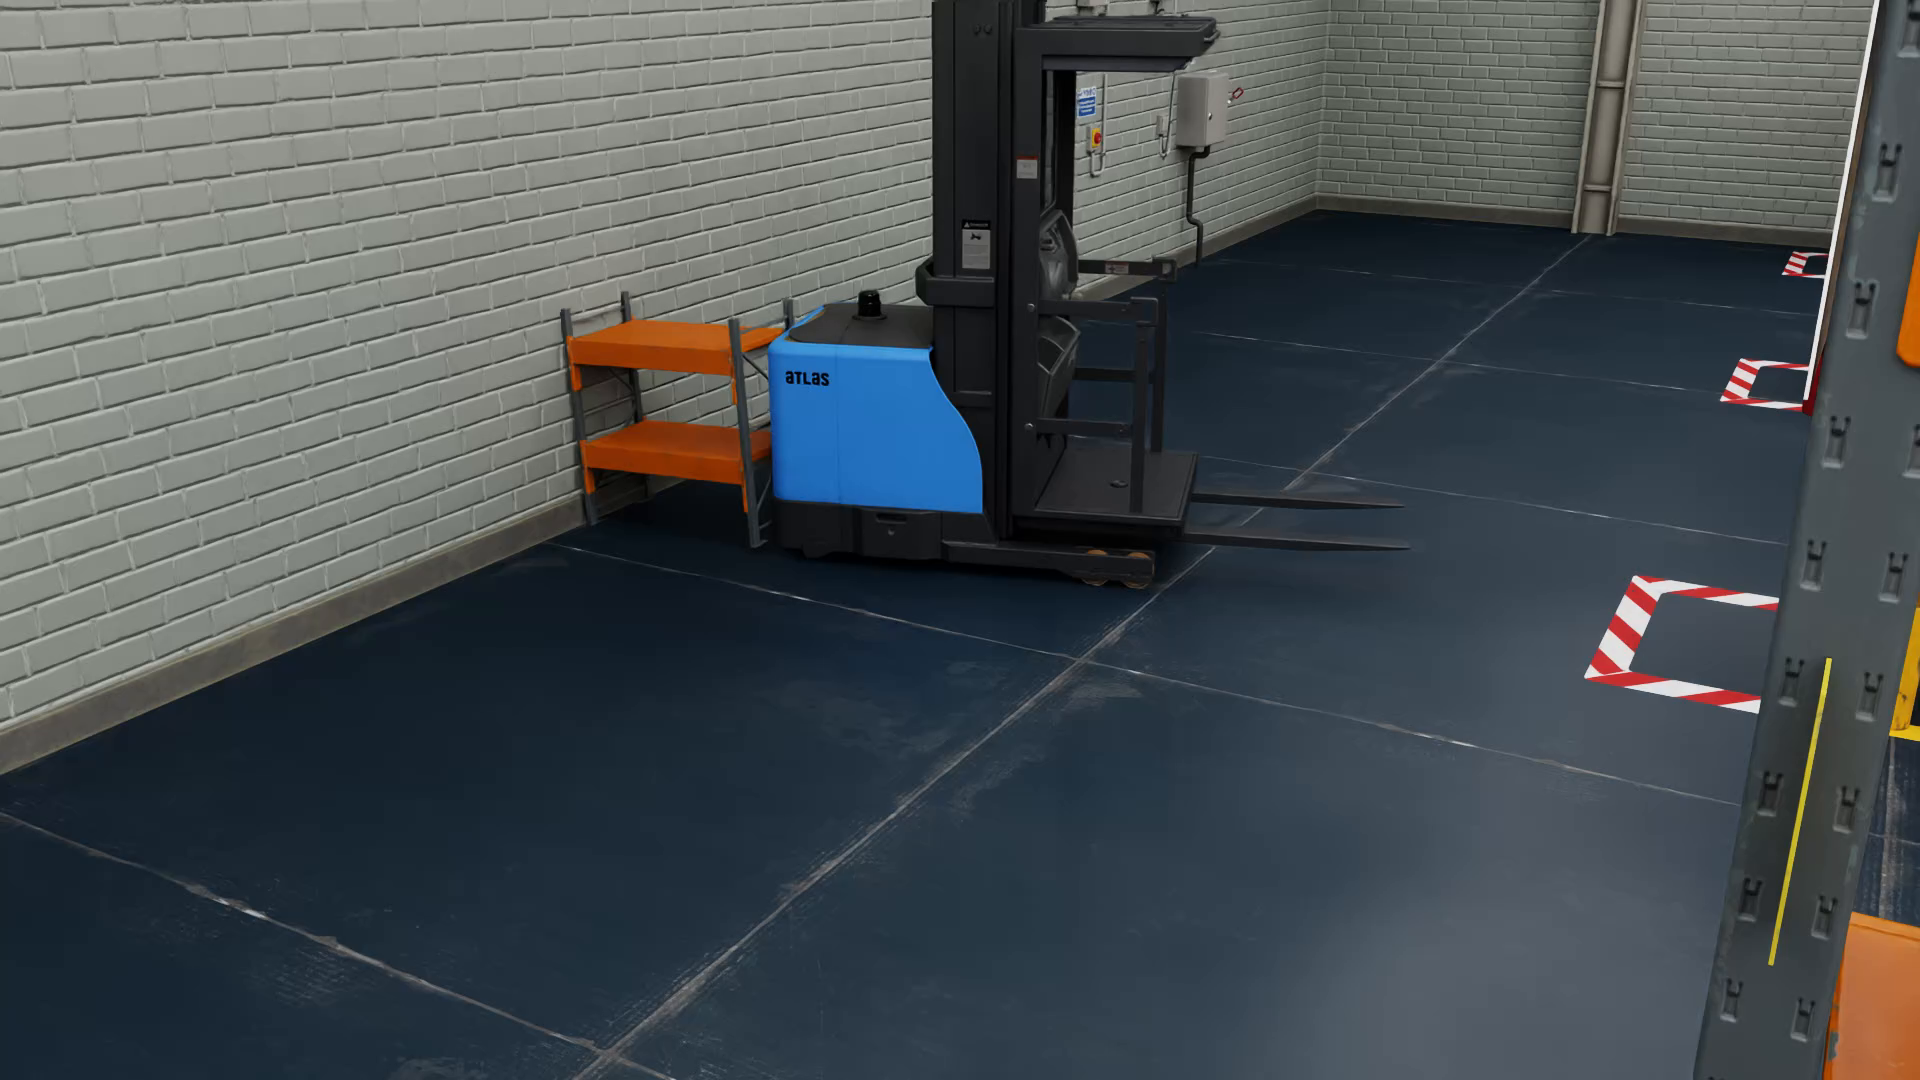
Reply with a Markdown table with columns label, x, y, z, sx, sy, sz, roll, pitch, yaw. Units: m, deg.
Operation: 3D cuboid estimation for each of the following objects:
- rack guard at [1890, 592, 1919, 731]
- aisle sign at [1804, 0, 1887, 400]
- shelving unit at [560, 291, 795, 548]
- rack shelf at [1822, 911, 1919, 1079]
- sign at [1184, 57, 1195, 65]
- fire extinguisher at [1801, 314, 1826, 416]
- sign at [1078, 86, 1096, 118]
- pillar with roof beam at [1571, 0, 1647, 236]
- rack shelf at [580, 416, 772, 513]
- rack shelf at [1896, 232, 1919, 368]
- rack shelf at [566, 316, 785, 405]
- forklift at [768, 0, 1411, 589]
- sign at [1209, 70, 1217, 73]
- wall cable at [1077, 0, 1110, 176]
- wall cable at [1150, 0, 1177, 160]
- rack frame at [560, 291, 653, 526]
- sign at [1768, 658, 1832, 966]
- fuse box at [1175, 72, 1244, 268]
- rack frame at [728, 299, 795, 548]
| label | x | y | z | sx | sy | sz | roll | pitch | yaw |
| --- | --- | --- | --- | --- | --- | --- | --- | --- | --- |
| rack guard | 3.746 | 0.300 | 6.805 | 0.348 | 0.500 | 1.175 | 11 | 23 | 27 |
| aisle sign | 0.963 | -0.573 | 1.733 | 0.004 | 0.787 | 0.394 | 11 | 23 | 27 |
| shelving unit | -1.367 | -0.626 | 8.349 | 1.048 | 1.125 | 0.538 | 7 | 21 | 27 |
| rack shelf | 2.918 | 1.243 | 1.595 | 4.000 | 0.370 | 1.077 | 11 | 23 | 27 |
| sign | 2.015 | -4.316 | 14.654 | 0.001 | 0.242 | 0.339 | 11 | 23 | 27 |
| fire extinguisher | 3.685 | -0.855 | 6.985 | 0.183 | 0.674 | 0.296 | 11 | 23 | 27 |
| sign | 0.994 | -3.432 | 13.031 | 0.001 | 0.218 | 0.327 | 11 | 23 | 27 |
| pillar with roof beam | 4.409 | -6.112 | 12.018 | 0.400 | 9.000 | 9.100 | 11 | 23 | 27 |
| rack shelf | -1.354 | -0.395 | 8.428 | 1.000 | 0.278 | 0.538 | 7 | 21 | 27 |
| rack shelf | 2.918 | -0.167 | 1.084 | 4.000 | 0.370 | 1.077 | 11 | 23 | 27 |
| rack shelf | -1.383 | -0.903 | 8.254 | 1.000 | 0.278 | 0.538 | 7 | 21 | 27 |
| forklift | 0.651 | -1.349 | 7.785 | 3.031 | 2.935 | 1.130 | 4 | 20 | 11 |
| sign | 2.283 | -4.047 | 15.262 | 0.001 | 0.494 | 0.329 | 11 | 23 | 27 |
| wall cable | 1.071 | -3.801 | 12.910 | 0.123 | 1.953 | 0.585 | 11 | 23 | 27 |
| wall cable | 1.753 | -4.211 | 14.084 | 0.122 | 1.984 | 0.588 | 11 | 23 | 27 |
| rack frame | -1.815 | -0.682 | 8.583 | 0.032 | 1.125 | 0.500 | 7 | 21 | 27 |
| sign | 0.897 | 0.292 | 1.775 | 0.005 | 0.325 | 0.100 | 11 | 23 | 27 |
| fuse box | 2.223 | -3.304 | 14.965 | 0.414 | 1.711 | 0.539 | 11 | 23 | 27 |
| rack frame | -0.920 | -0.571 | 8.115 | 0.032 | 1.125 | 0.500 | 7 | 21 | 27 |
